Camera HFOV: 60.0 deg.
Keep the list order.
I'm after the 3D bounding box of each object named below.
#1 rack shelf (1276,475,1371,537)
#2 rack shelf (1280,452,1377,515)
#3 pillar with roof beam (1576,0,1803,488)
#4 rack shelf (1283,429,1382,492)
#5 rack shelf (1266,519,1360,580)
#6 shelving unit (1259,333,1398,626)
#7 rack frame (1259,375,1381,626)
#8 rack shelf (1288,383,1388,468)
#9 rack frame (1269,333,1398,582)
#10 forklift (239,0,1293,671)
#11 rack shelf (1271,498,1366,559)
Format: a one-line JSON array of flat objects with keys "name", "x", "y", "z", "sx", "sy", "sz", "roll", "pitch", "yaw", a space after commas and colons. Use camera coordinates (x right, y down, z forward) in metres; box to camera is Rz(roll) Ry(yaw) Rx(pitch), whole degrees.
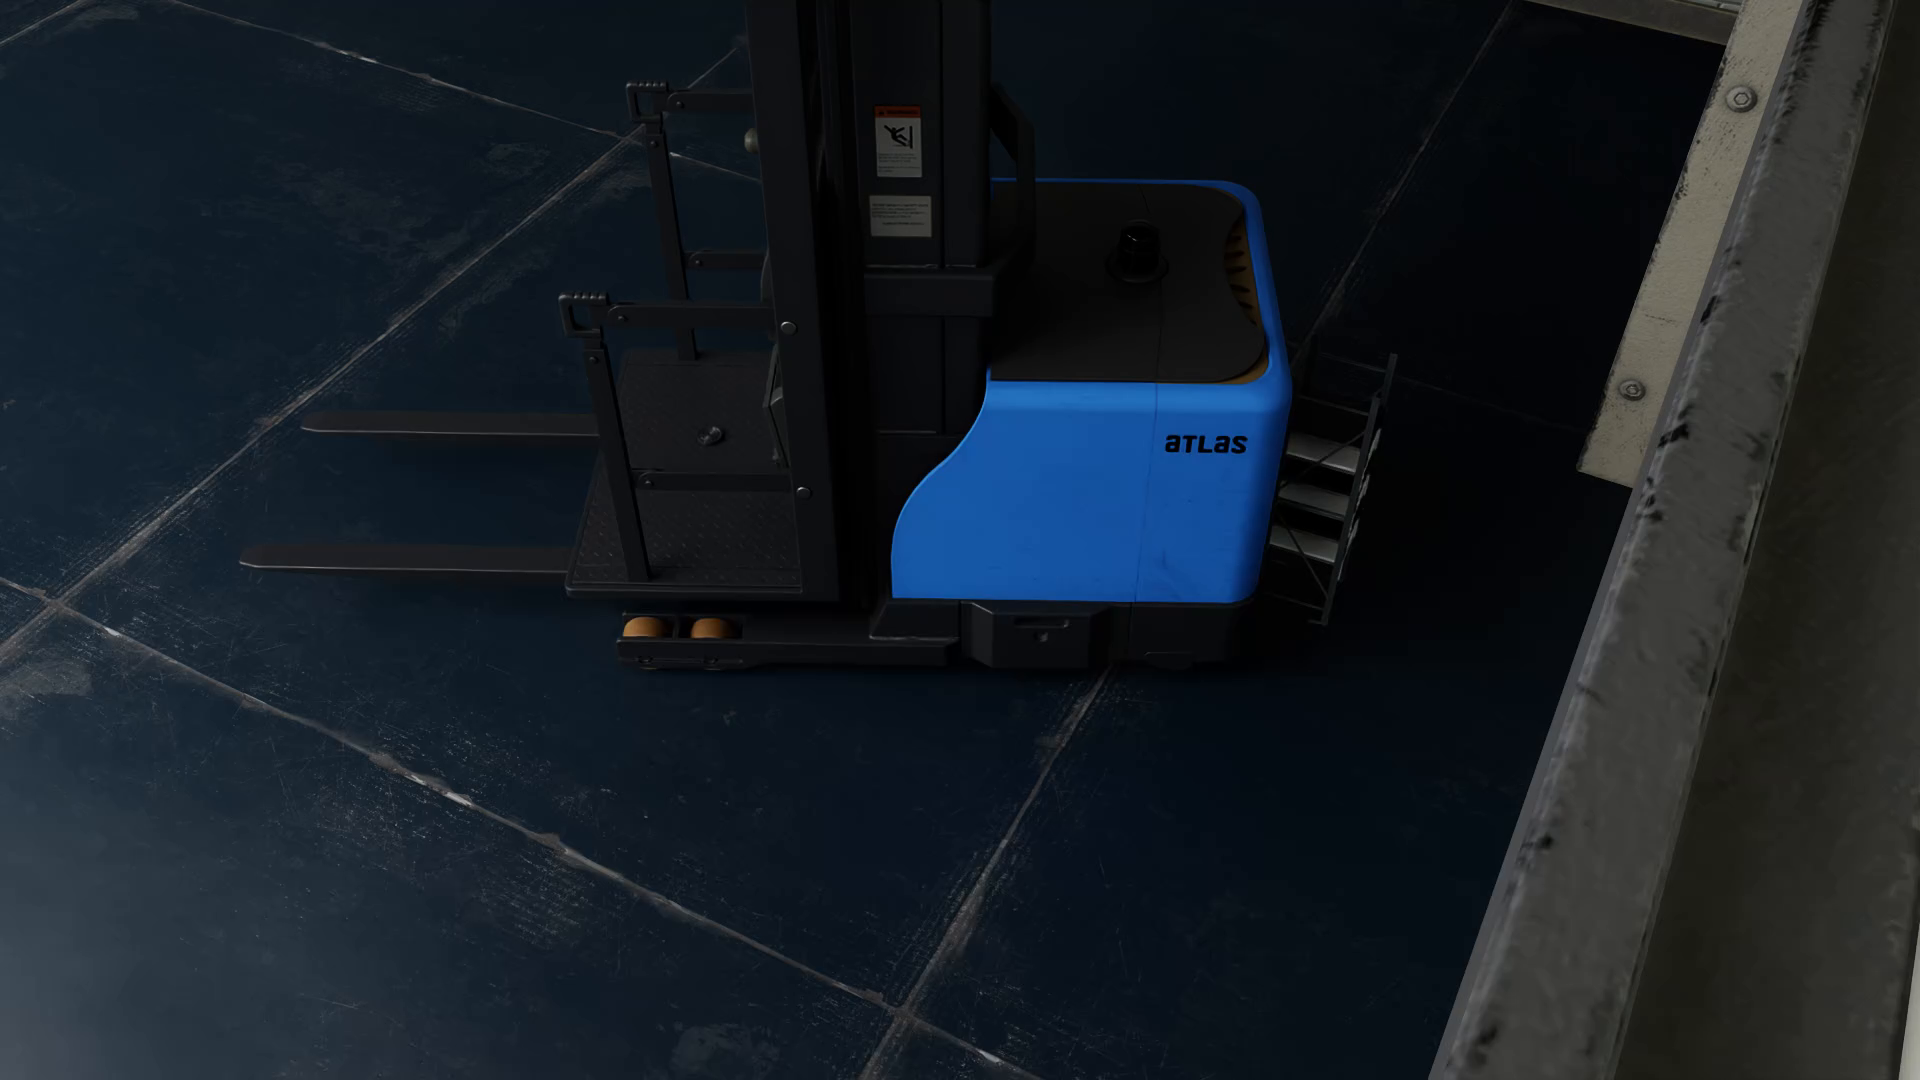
[{"name": "rack shelf", "x": 1.054, "y": -0.134, "z": 4.890, "sx": 0.258, "sy": 0.077, "sz": 0.200, "roll": 17, "pitch": 47, "yaw": 16}, {"name": "rack shelf", "x": 1.054, "y": -0.198, "z": 4.827, "sx": 0.258, "sy": 0.077, "sz": 0.200, "roll": 17, "pitch": 47, "yaw": 16}, {"name": "pillar with roof beam", "x": -1.521, "y": -4.895, "z": 3.856, "sx": 9.100, "sy": 9.000, "sz": 0.400, "roll": 20, "pitch": 49, "yaw": 19}, {"name": "rack shelf", "x": 1.055, "y": -0.262, "z": 4.764, "sx": 0.258, "sy": 0.077, "sz": 0.200, "roll": 17, "pitch": 47, "yaw": 16}, {"name": "rack shelf", "x": 1.053, "y": -0.006, "z": 5.017, "sx": 0.258, "sy": 0.077, "sz": 0.200, "roll": 17, "pitch": 47, "yaw": 16}, {"name": "shelving unit", "x": 1.054, "y": -0.158, "z": 4.867, "sx": 0.258, "sy": 0.900, "sz": 0.210, "roll": 17, "pitch": 47, "yaw": 16}, {"name": "rack frame", "x": 1.014, "y": -0.092, "z": 4.801, "sx": 0.240, "sy": 0.900, "sz": 0.006, "roll": 17, "pitch": 47, "yaw": 16}, {"name": "rack shelf", "x": 1.055, "y": -0.326, "z": 4.700, "sx": 0.258, "sy": 0.077, "sz": 0.200, "roll": 17, "pitch": 47, "yaw": 16}, {"name": "rack frame", "x": 1.095, "y": -0.223, "z": 4.933, "sx": 0.240, "sy": 0.900, "sz": 0.006, "roll": 17, "pitch": 47, "yaw": 16}, {"name": "forklift", "x": -0.634, "y": -1.017, "z": 4.290, "sx": 3.031, "sy": 2.935, "sz": 1.130, "roll": 1, "pitch": 45, "yaw": 1}, {"name": "rack shelf", "x": 1.054, "y": -0.070, "z": 4.954, "sx": 0.258, "sy": 0.077, "sz": 0.200, "roll": 17, "pitch": 47, "yaw": 16}]
